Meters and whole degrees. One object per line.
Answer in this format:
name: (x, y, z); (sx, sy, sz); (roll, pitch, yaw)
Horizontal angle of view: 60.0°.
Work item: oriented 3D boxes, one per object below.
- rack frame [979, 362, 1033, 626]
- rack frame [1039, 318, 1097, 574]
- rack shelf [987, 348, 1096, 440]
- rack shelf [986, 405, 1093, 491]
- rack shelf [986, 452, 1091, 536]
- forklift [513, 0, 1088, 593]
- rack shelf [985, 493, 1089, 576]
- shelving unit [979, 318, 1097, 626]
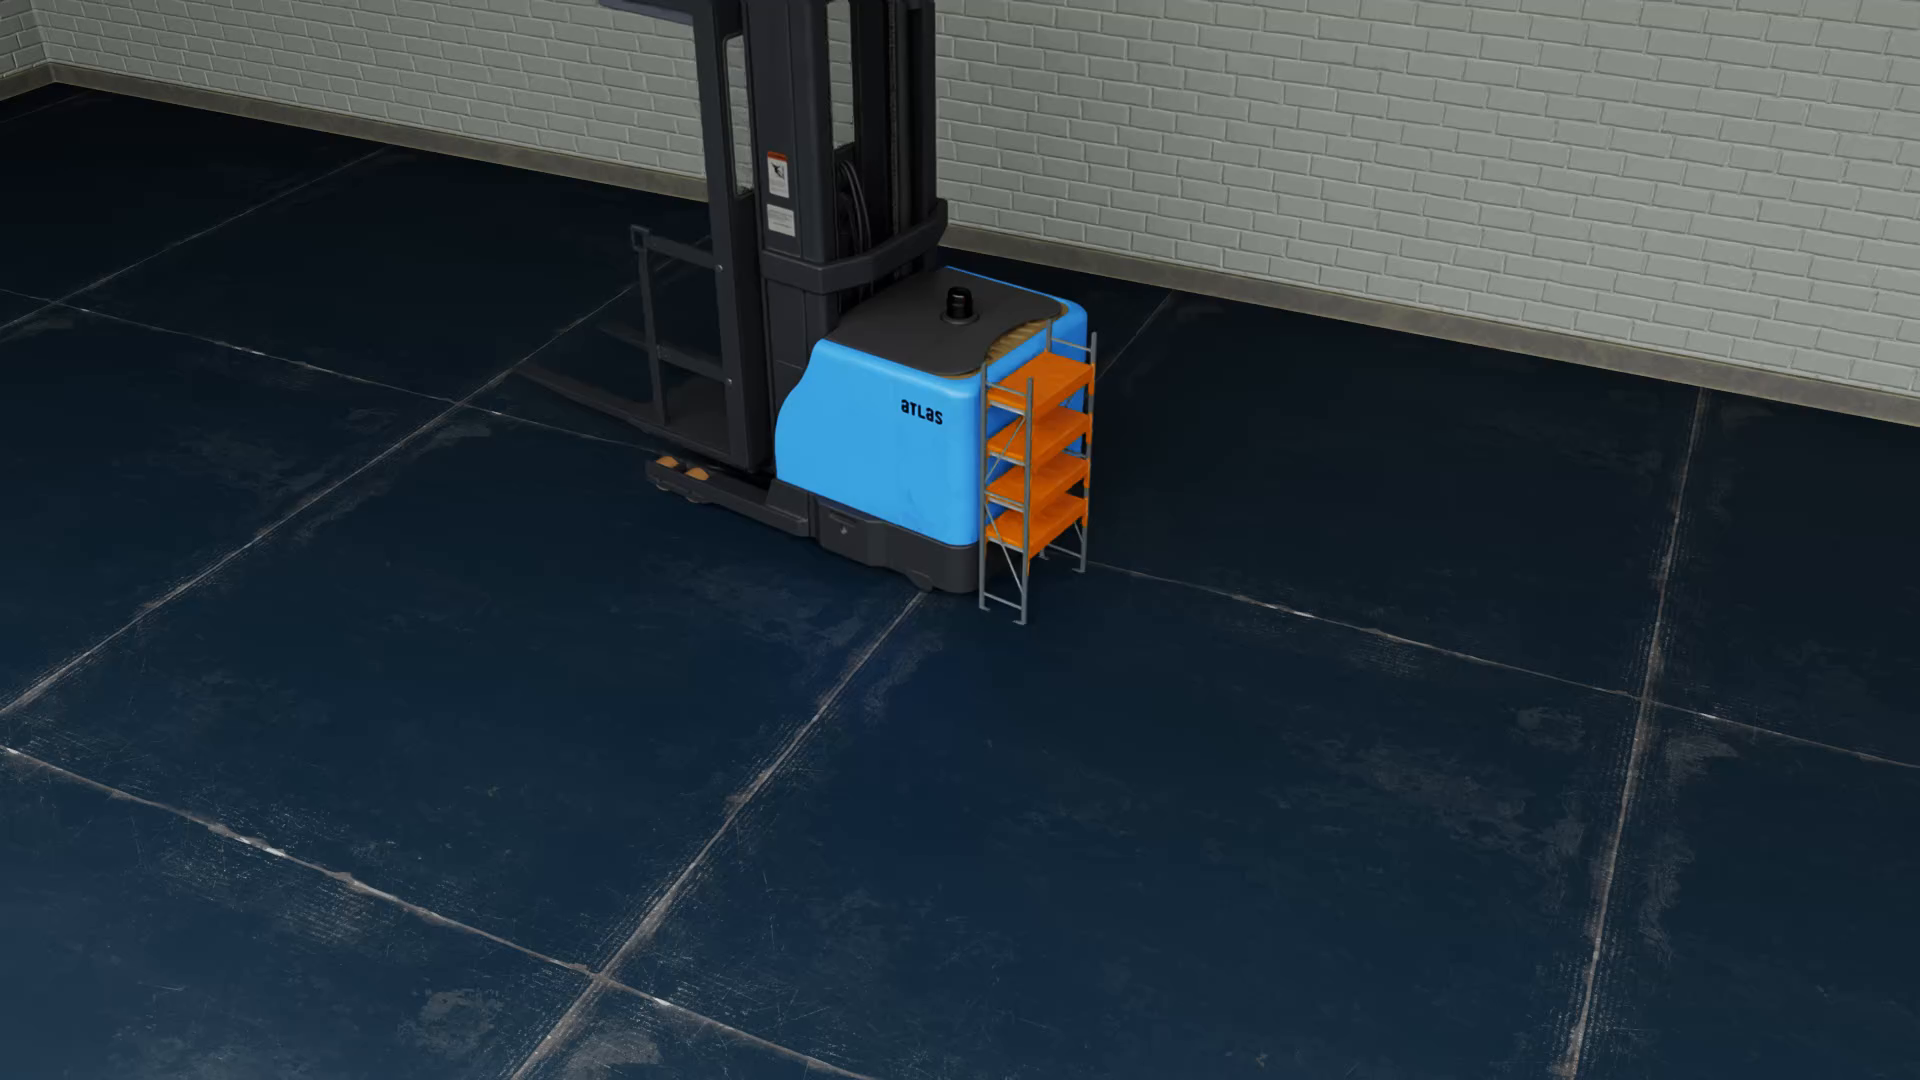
rack frame: (0.186, -0.169, 6.914); (0.240, 1.200, 0.015); (21, 39, 29)
rack frame: (0.465, -0.389, 7.248); (0.240, 1.200, 0.015); (21, 39, 29)
rack shelf: (0.326, -0.607, 6.865); (0.258, 0.148, 0.480); (21, 39, 29)
rack shelf: (0.326, -0.410, 6.995); (0.258, 0.148, 0.480); (21, 39, 29)
rack shelf: (0.326, -0.223, 7.118); (0.258, 0.148, 0.480); (21, 39, 29)
forklift: (-0.917, -1.620, 7.548); (3.031, 2.935, 1.130); (21, 39, 29)
rack shelf: (0.326, -0.057, 7.227); (0.258, 0.148, 0.480); (21, 39, 29)
shelving unit: (0.326, -0.279, 7.081); (0.258, 1.200, 0.503); (21, 39, 29)
